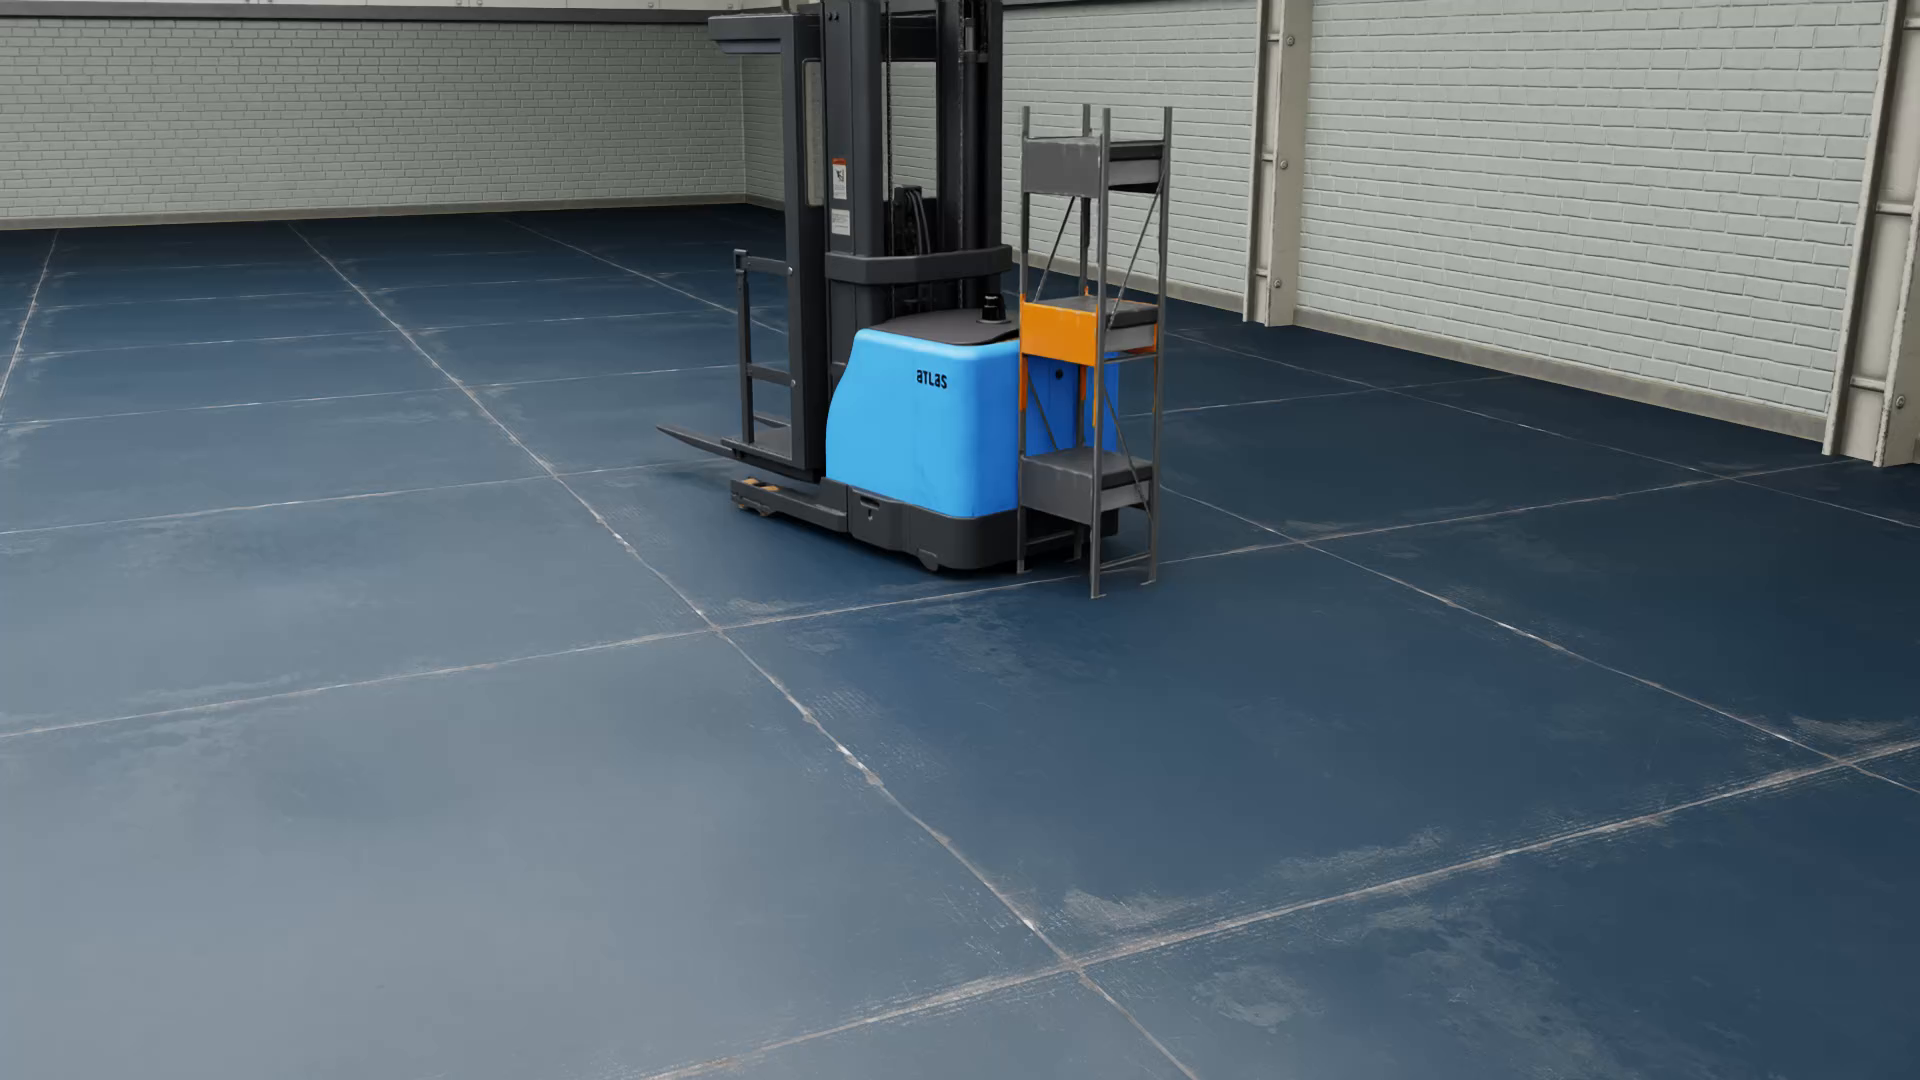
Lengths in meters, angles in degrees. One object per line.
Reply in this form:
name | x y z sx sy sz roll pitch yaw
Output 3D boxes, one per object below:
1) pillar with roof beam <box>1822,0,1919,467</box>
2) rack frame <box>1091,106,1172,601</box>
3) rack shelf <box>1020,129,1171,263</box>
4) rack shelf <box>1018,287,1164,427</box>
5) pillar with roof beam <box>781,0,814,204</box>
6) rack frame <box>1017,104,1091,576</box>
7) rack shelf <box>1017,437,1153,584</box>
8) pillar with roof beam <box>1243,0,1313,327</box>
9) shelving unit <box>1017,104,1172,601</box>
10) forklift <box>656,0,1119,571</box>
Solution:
pillar with roof beam | 1.574 -4.299 6.918 9.100 9.000 0.400 -8 18 -25
rack frame | 0.735 -0.779 7.158 0.400 2.100 0.015 -13 21 -38
rack shelf | 0.578 -1.490 7.148 0.431 0.518 0.480 -13 21 -38
rack shelf | 0.578 -0.817 7.341 0.431 0.518 0.480 -13 21 -38
pillar with roof beam | -6.311 -8.762 22.471 9.100 9.000 0.400 -8 18 -25
rack frame | 0.420 -0.882 7.517 0.400 2.100 0.015 -13 21 -38
rack shelf | 0.578 -0.144 7.534 0.431 0.518 0.480 -13 21 -38
pillar with roof beam | -1.054 -5.787 12.102 9.100 9.000 0.400 -8 18 -25
shelving unit | 0.578 -0.830 7.337 0.431 2.100 0.503 -13 21 -38
forklift | -0.560 -1.605 8.531 1.130 2.935 3.031 -13 21 -38
